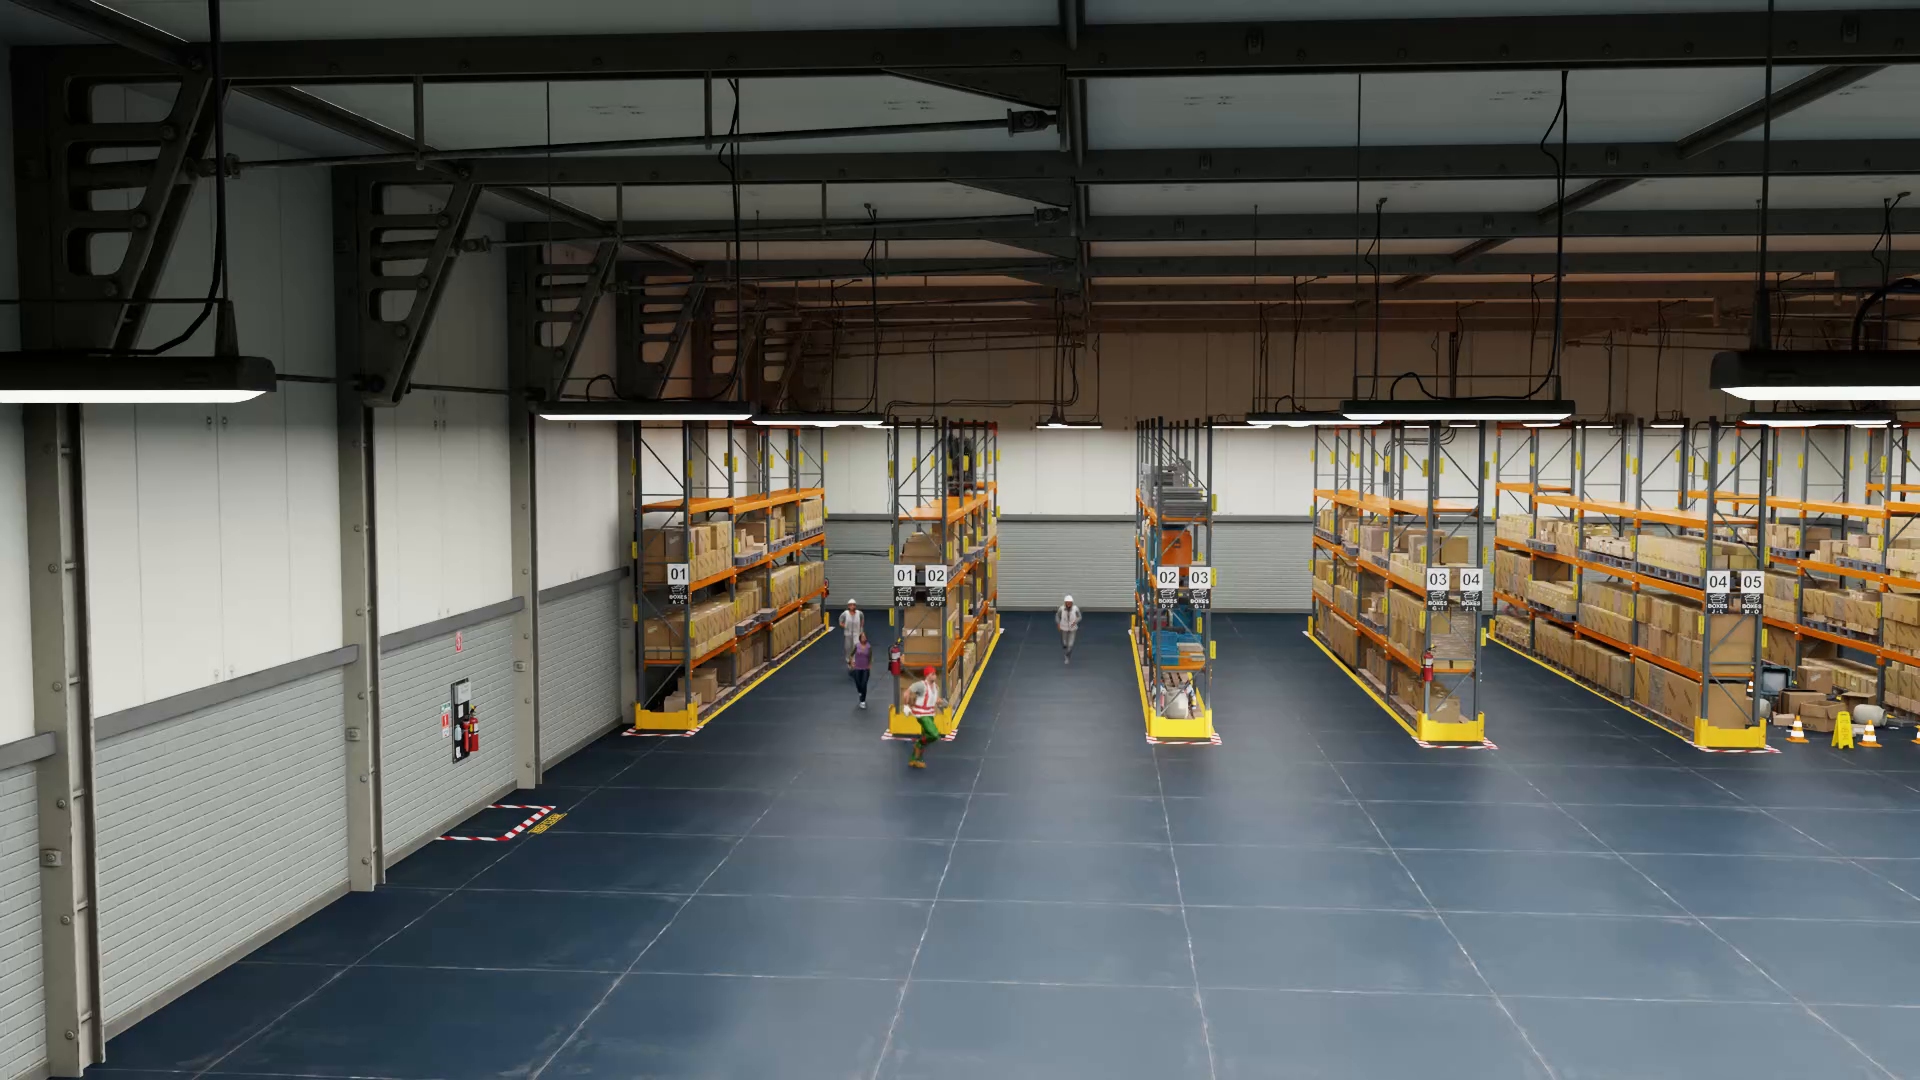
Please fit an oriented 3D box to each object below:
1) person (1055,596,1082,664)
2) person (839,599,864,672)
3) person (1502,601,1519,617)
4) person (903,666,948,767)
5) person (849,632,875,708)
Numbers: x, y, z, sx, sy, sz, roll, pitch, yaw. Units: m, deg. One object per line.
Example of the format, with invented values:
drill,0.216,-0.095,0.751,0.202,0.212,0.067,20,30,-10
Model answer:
person,2.681,2.209,41.078,0.649,1.706,0.739,0,4,2
person,-2.538,2.287,39.004,0.588,1.831,0.835,0,4,-4
person,15.932,1.760,47.946,0.683,1.684,0.546,-3,5,-36
person,-0.547,3.003,28.247,0.698,1.727,0.709,2,4,34
person,-2.039,2.694,34.587,0.534,1.566,0.500,0,4,-7
